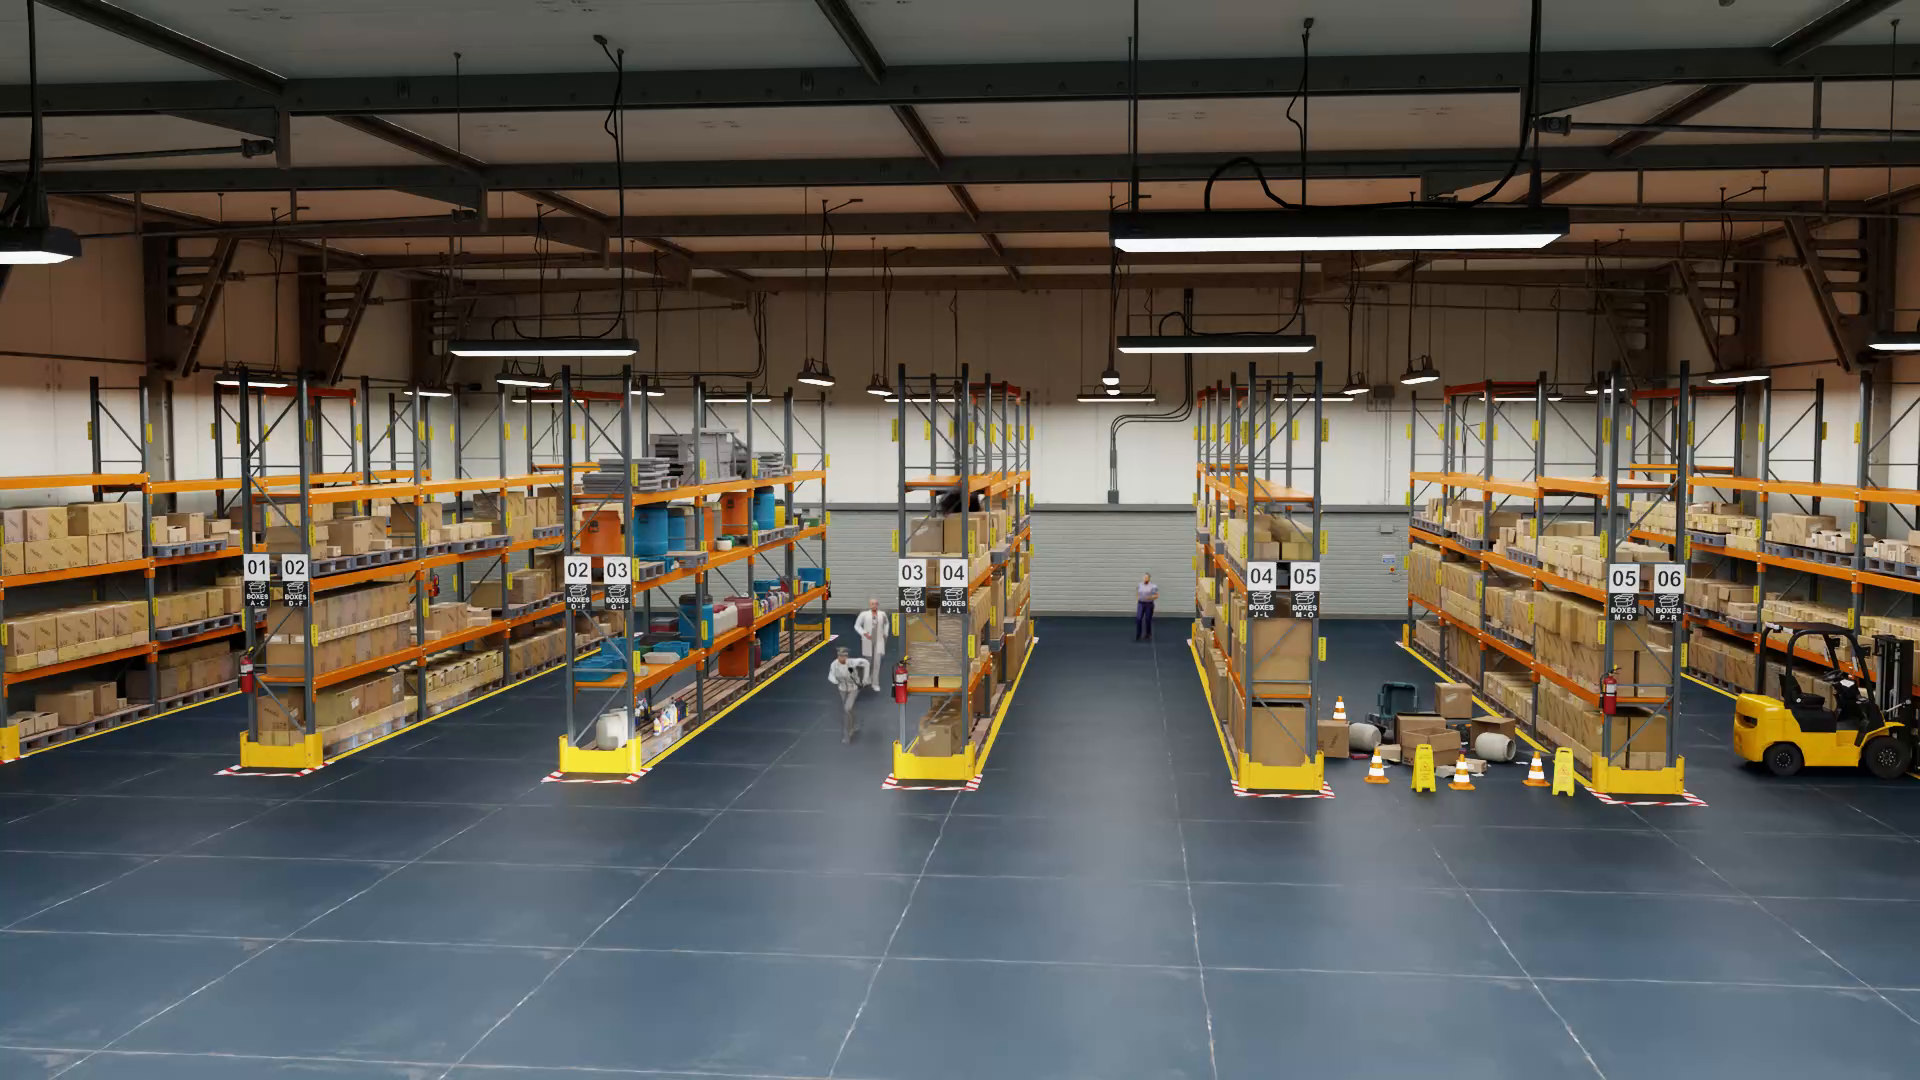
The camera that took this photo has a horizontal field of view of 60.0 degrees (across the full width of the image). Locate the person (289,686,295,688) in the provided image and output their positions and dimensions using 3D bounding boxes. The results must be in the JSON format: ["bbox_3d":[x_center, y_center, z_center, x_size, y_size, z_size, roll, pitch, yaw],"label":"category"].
[{"bbox_3d":[-11.452,2.284,29.085,0.697,1.775,0.917,0,4,0],"label":"person"}]

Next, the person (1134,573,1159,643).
[{"bbox_3d":[4.501,1.641,39.988,0.597,1.695,0.746,1,4,19],"label":"person"}]

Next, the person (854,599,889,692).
[{"bbox_3d":[-1.712,2.031,32.587,0.712,1.776,0.955,-1,4,-10],"label":"person"}]

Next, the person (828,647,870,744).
[{"bbox_3d":[-1.778,2.508,27.094,0.654,1.609,0.949,1,4,14],"label":"person"}]
